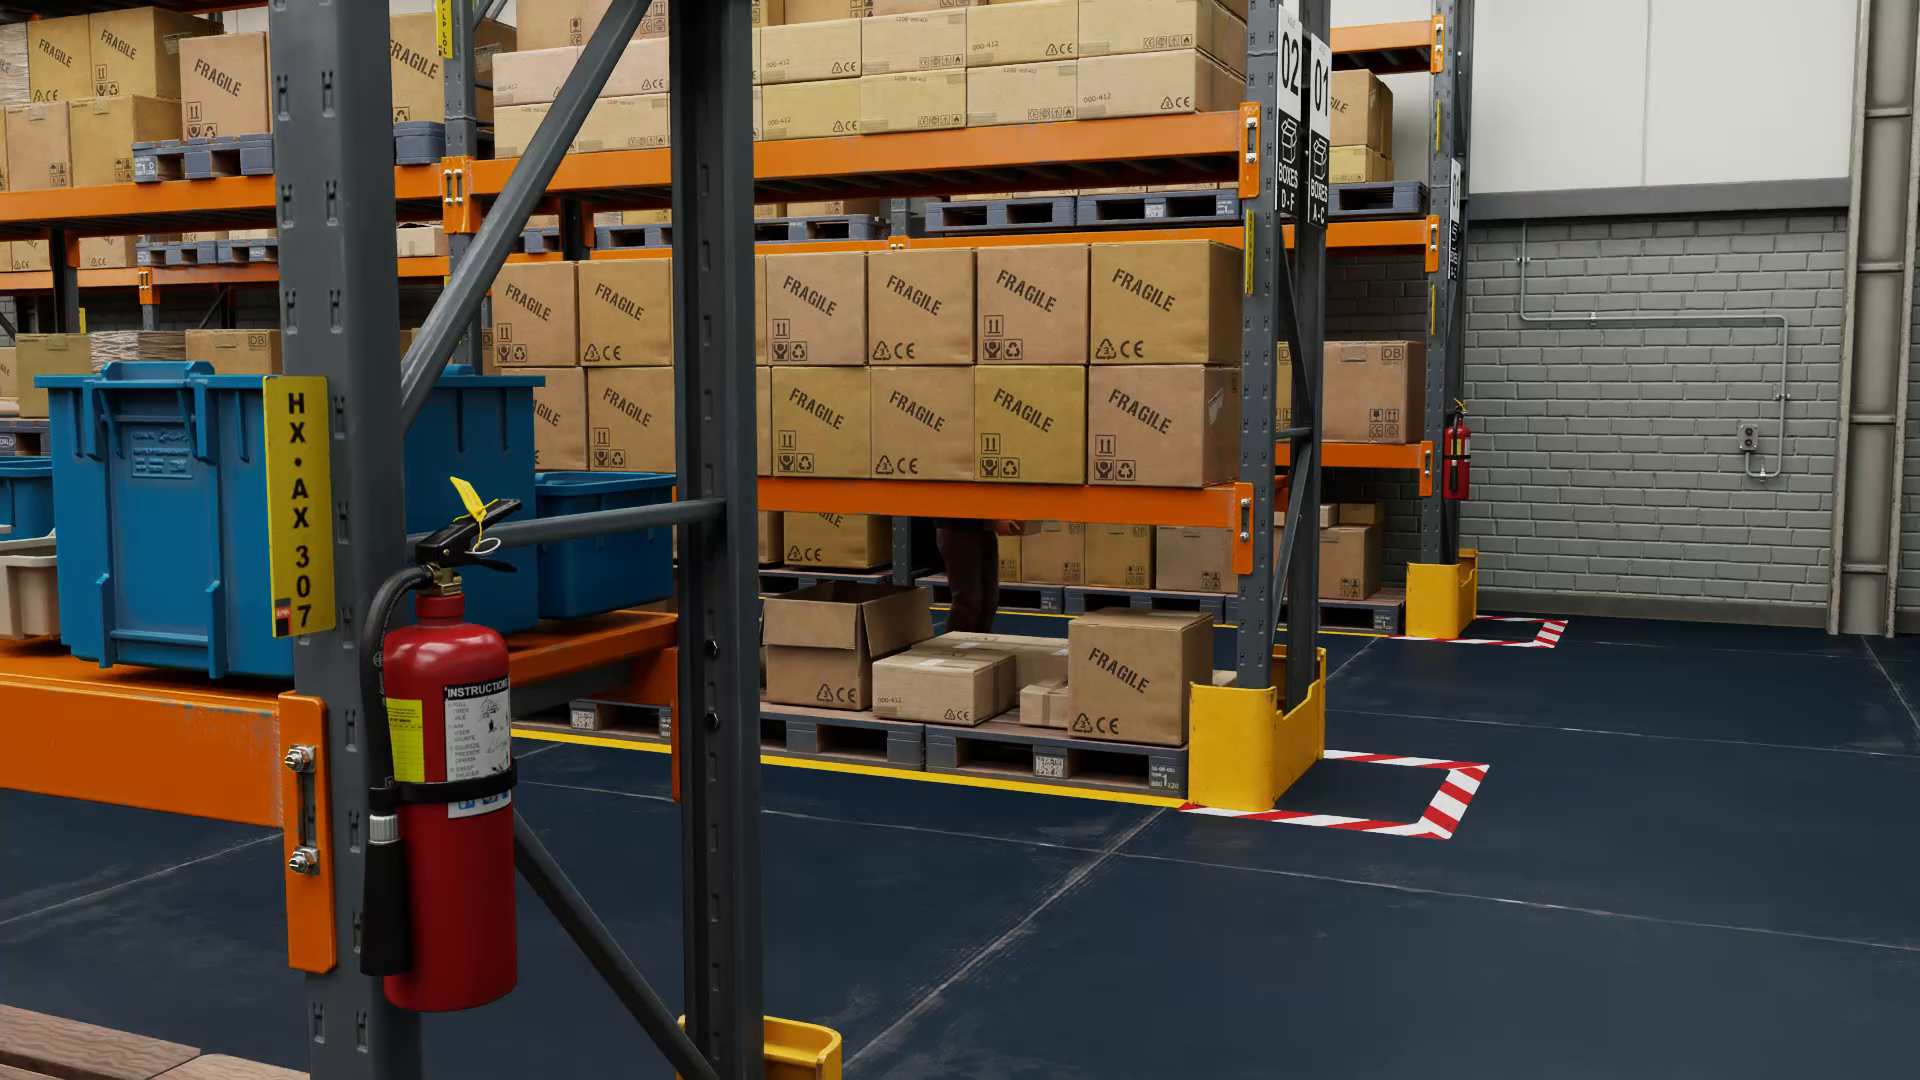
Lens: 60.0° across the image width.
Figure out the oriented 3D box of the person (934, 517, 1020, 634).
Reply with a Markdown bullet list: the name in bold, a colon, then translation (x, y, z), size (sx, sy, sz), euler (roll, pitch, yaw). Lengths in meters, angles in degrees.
- **person**: translation (0.145, -0.020, 9.411), size (0.547, 1.713, 0.494), euler (3, 6, 25)
